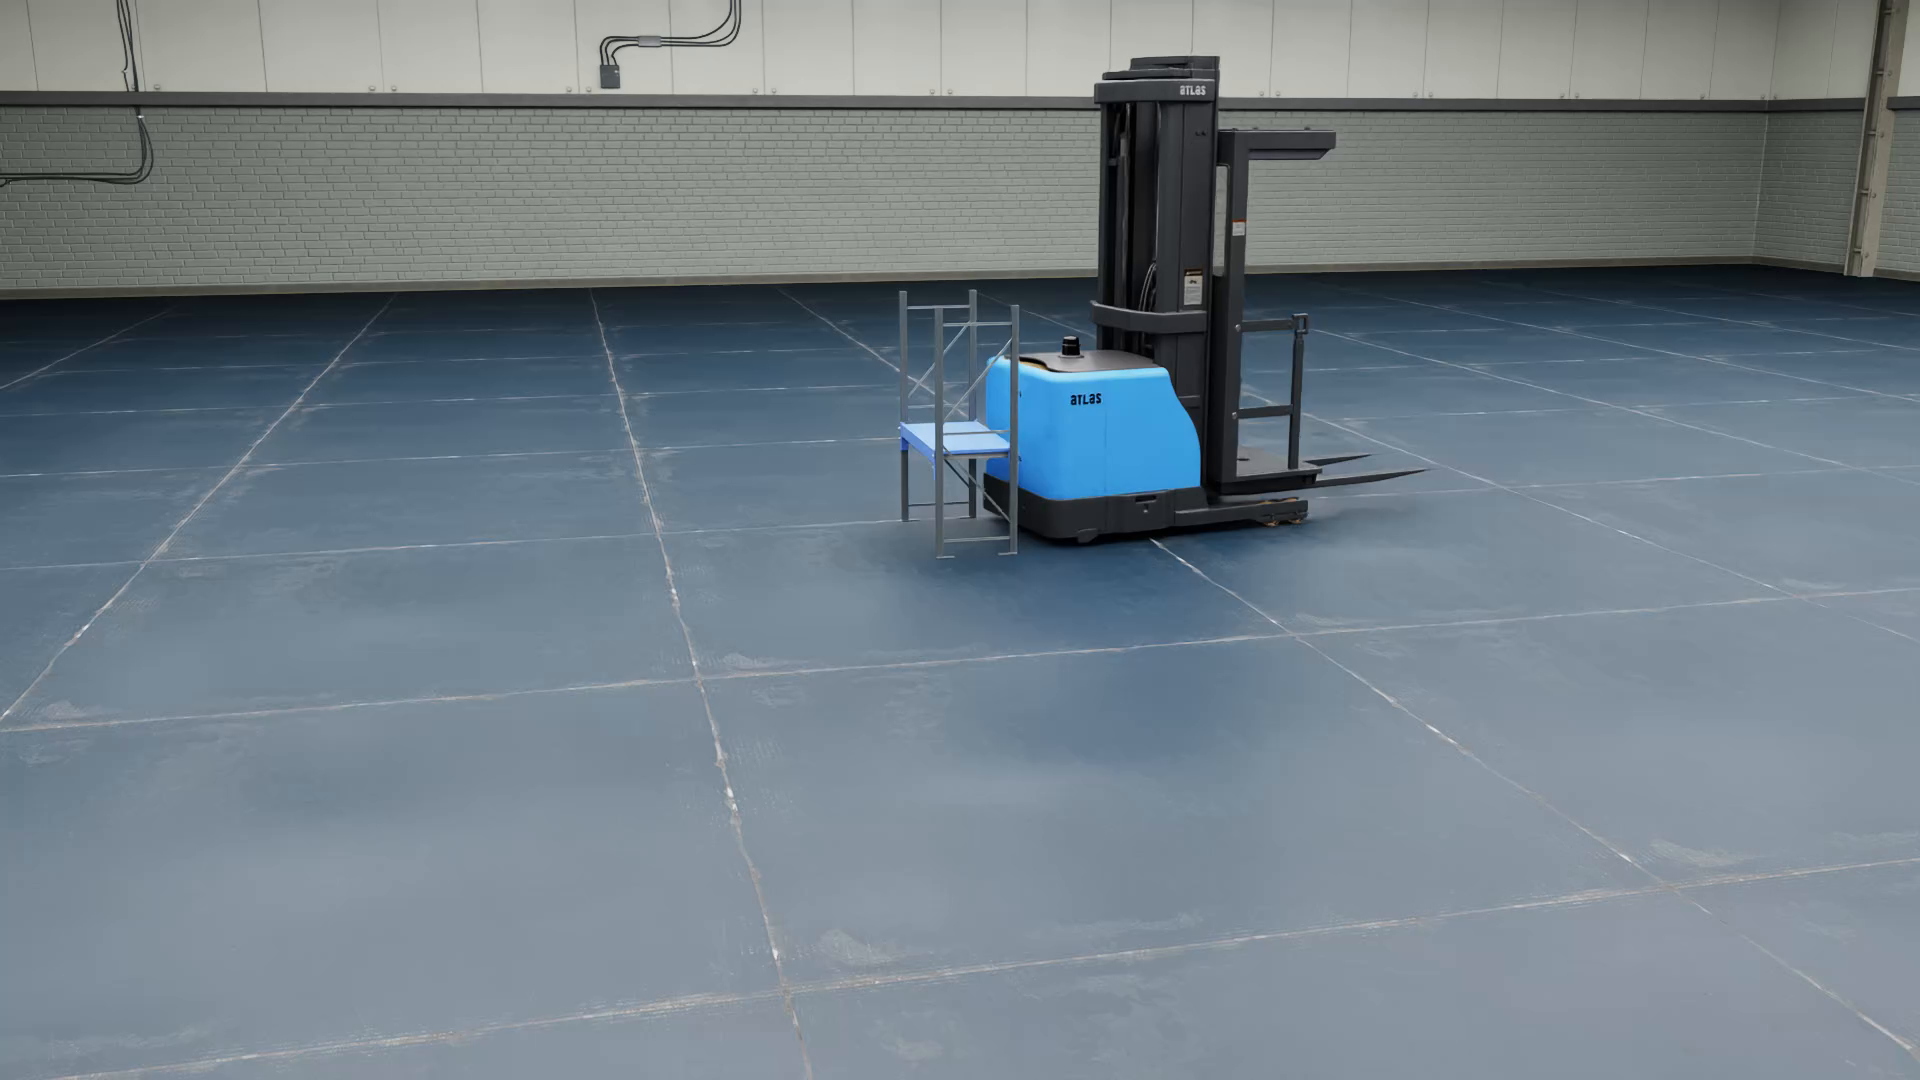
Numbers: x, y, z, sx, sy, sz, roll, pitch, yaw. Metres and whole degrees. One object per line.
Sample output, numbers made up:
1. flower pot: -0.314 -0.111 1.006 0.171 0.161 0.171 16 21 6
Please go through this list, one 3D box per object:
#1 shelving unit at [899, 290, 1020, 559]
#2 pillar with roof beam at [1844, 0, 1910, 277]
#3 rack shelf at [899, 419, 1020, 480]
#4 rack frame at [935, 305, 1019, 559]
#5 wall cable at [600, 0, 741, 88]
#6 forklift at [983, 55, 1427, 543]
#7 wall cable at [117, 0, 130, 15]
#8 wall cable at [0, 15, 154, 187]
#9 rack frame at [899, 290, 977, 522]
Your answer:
1. shelving unit: -0.020 -0.748 10.330 0.538 1.500 1.048 -3 14 -13
2. pillar with roof beam: 11.934 -8.870 27.770 9.100 9.000 0.400 -3 14 -13
3. rack shelf: -0.020 -0.574 10.372 0.538 0.185 1.000 -3 14 -13
4. rack frame: 0.099 -0.631 9.850 0.500 1.500 0.032 -3 14 -13
5. wall cable: -4.675 -10.285 26.397 2.305 6.003 0.169 -3 14 -13
6. forklift: 1.715 -1.617 10.868 3.031 2.935 1.130 -6 15 -24
7. wall cable: -11.277 -9.203 25.036 3.097 2.526 0.112 -3 14 -13
8. wall cable: -13.907 -6.599 25.018 3.097 2.526 0.112 -3 14 -13
9. rack frame: -0.139 -0.866 10.810 0.500 1.500 0.032 -3 14 -13
